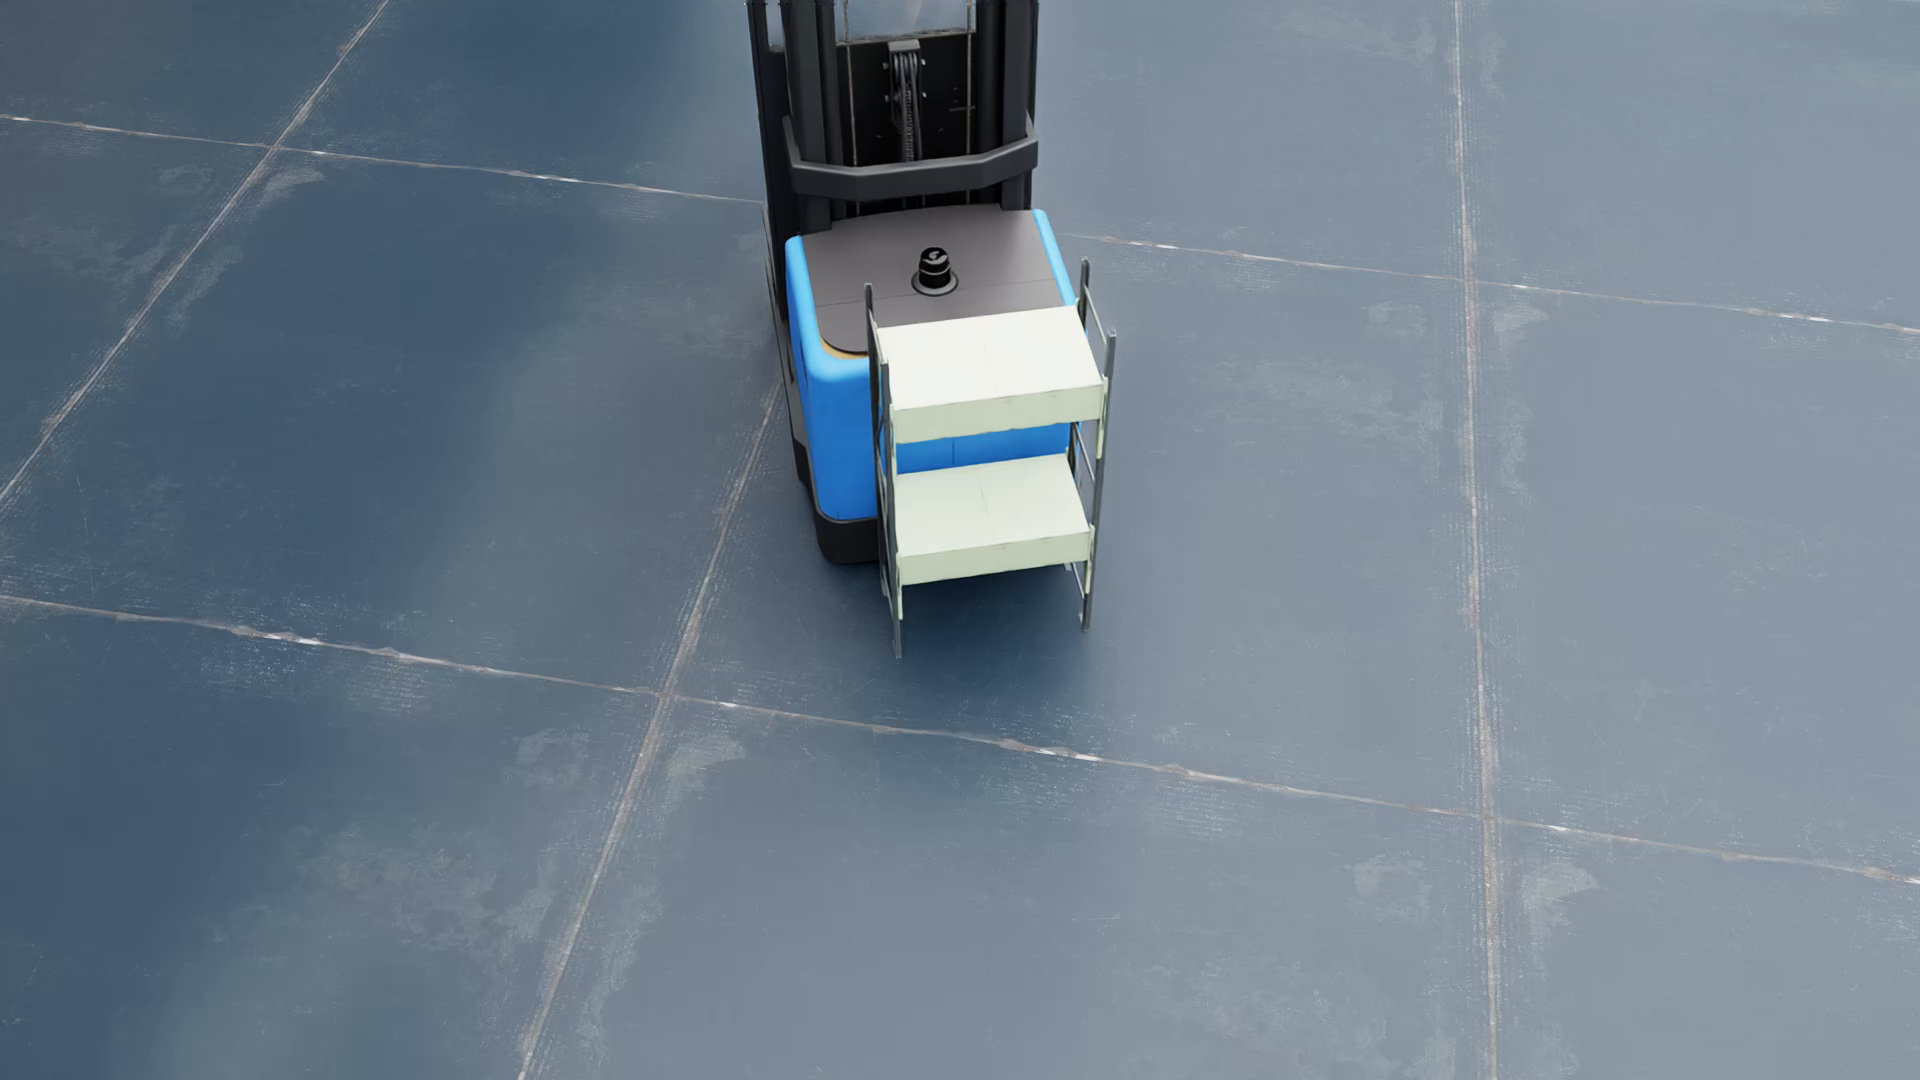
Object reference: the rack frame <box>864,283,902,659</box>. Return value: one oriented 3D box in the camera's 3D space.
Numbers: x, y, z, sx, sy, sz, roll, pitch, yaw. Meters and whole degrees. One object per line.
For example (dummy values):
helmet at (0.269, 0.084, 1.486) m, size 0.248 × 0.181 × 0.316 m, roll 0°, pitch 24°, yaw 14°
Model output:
rack frame at (-0.268, -0.196, 5.890) m, size 0.023 × 1.500 × 0.400 m, roll -8°, pitch 49°, yaw -7°

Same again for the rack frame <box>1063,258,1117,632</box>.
rack frame at (0.452, -0.293, 5.977) m, size 0.023 × 1.500 × 0.400 m, roll -8°, pitch 49°, yaw -7°

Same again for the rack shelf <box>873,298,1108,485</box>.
rack shelf at (0.092, -0.506, 5.643) m, size 0.720 × 0.370 × 0.431 m, roll -8°, pitch 49°, yaw -7°

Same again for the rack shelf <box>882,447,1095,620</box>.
rack shelf at (0.092, -0.027, 6.176) m, size 0.720 × 0.370 × 0.431 m, roll -8°, pitch 49°, yaw -7°

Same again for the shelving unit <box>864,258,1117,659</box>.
shelving unit at (0.092, -0.245, 5.934) m, size 0.755 × 1.500 × 0.431 m, roll -8°, pitch 49°, yaw -7°

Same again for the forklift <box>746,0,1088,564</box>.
forklift at (-0.291, -2.003, 6.551) m, size 1.130 × 2.935 × 3.031 m, roll -8°, pitch 49°, yaw -7°
